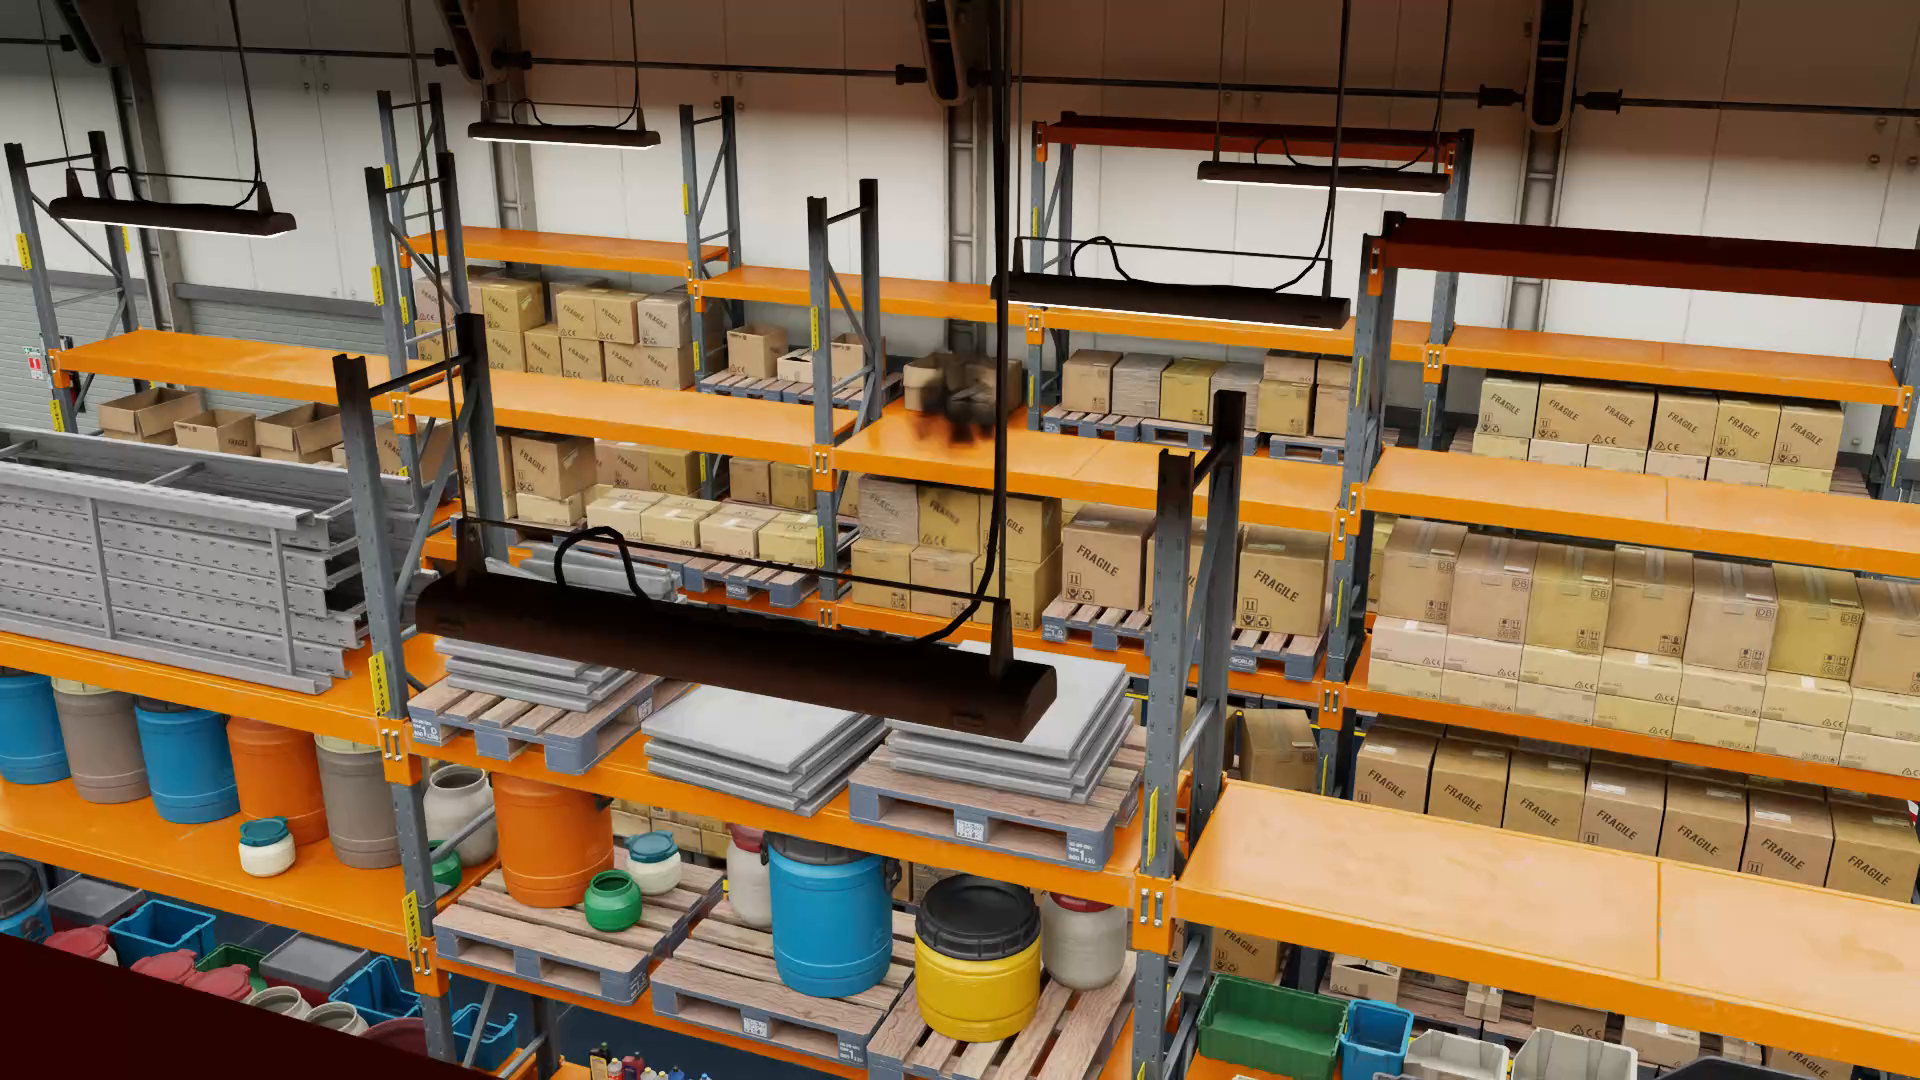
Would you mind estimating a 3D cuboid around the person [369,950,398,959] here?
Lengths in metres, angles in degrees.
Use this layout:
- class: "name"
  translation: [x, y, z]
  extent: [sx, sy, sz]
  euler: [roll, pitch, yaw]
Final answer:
- class: "person"
  translation: [-4.364, 2.547, 12.984]
  extent: [0.965, 1.748, 0.720]
  euler: [4, 21, 11]
